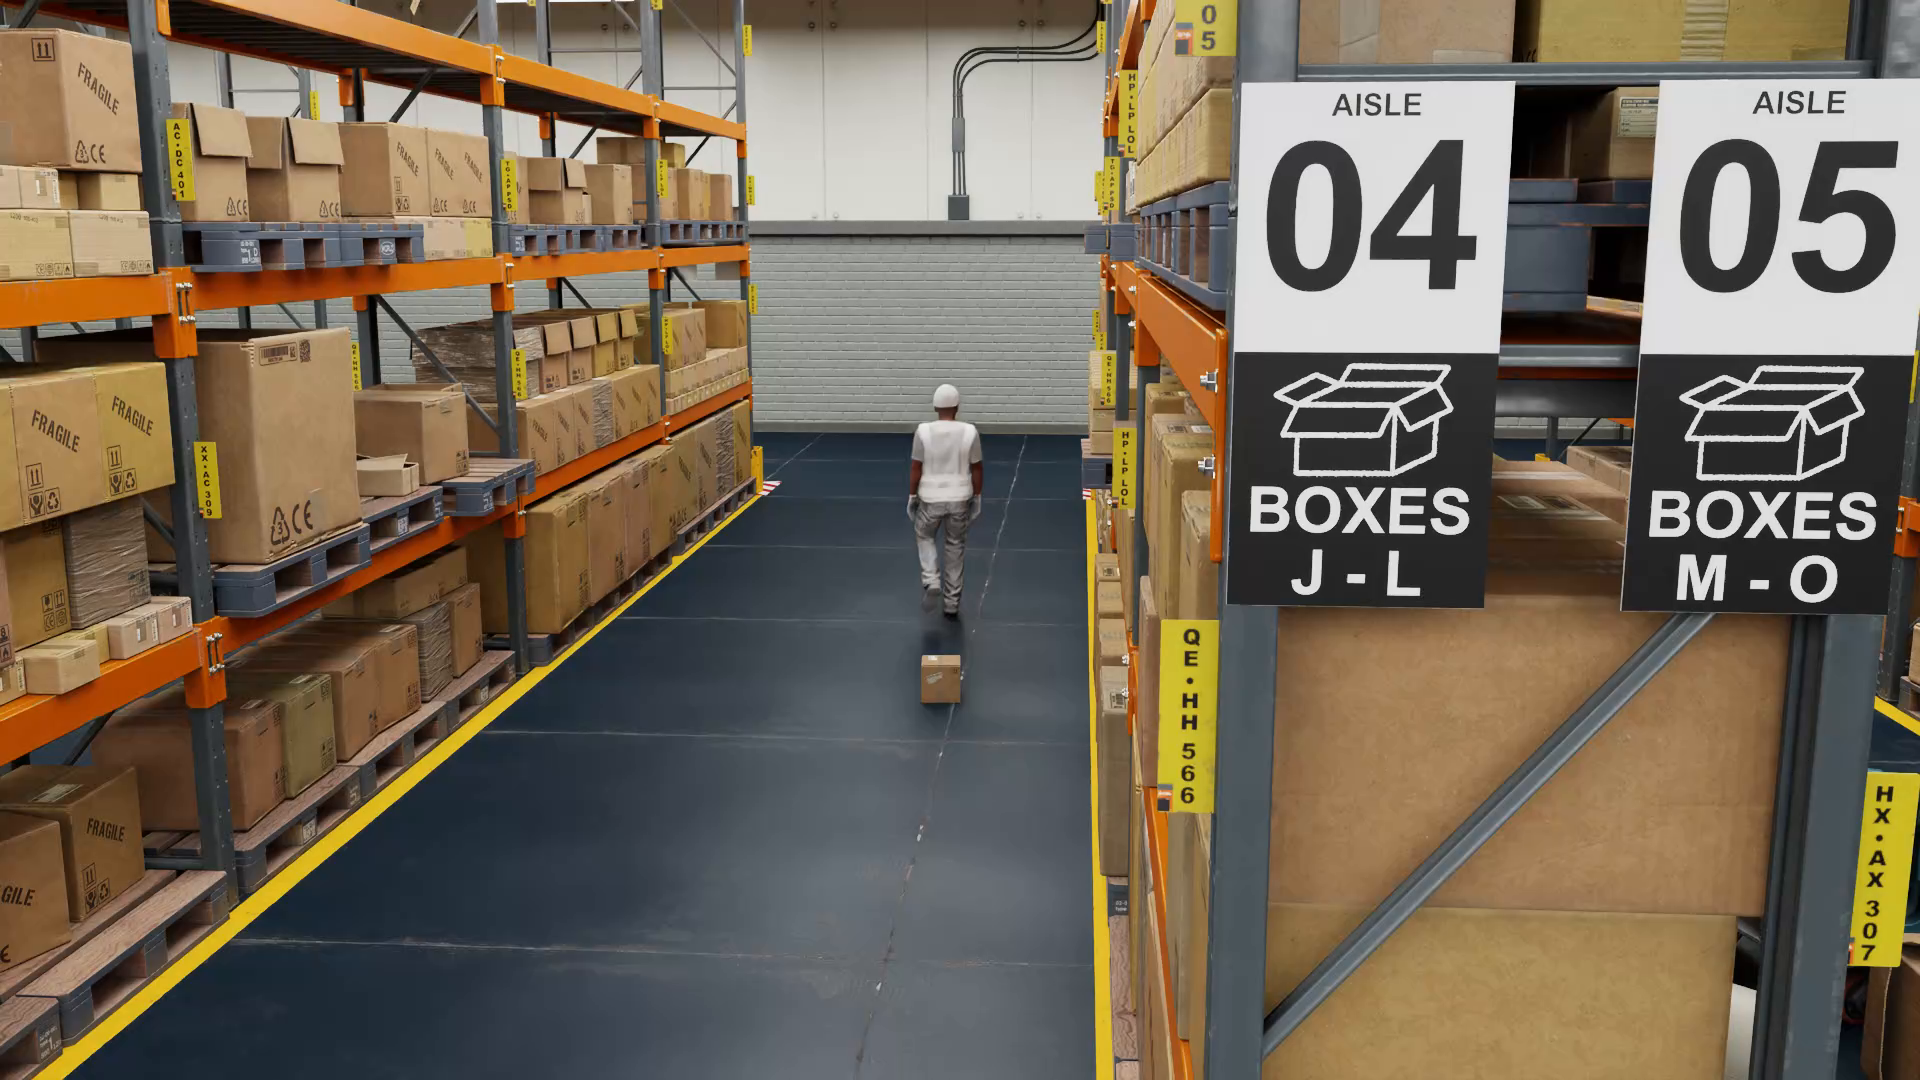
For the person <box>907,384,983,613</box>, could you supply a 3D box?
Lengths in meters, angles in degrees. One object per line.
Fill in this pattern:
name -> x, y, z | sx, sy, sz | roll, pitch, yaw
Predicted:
person -> -0.119, -0.323, 12.929 | 0.589, 1.783, 0.459 | 0, 11, -2
